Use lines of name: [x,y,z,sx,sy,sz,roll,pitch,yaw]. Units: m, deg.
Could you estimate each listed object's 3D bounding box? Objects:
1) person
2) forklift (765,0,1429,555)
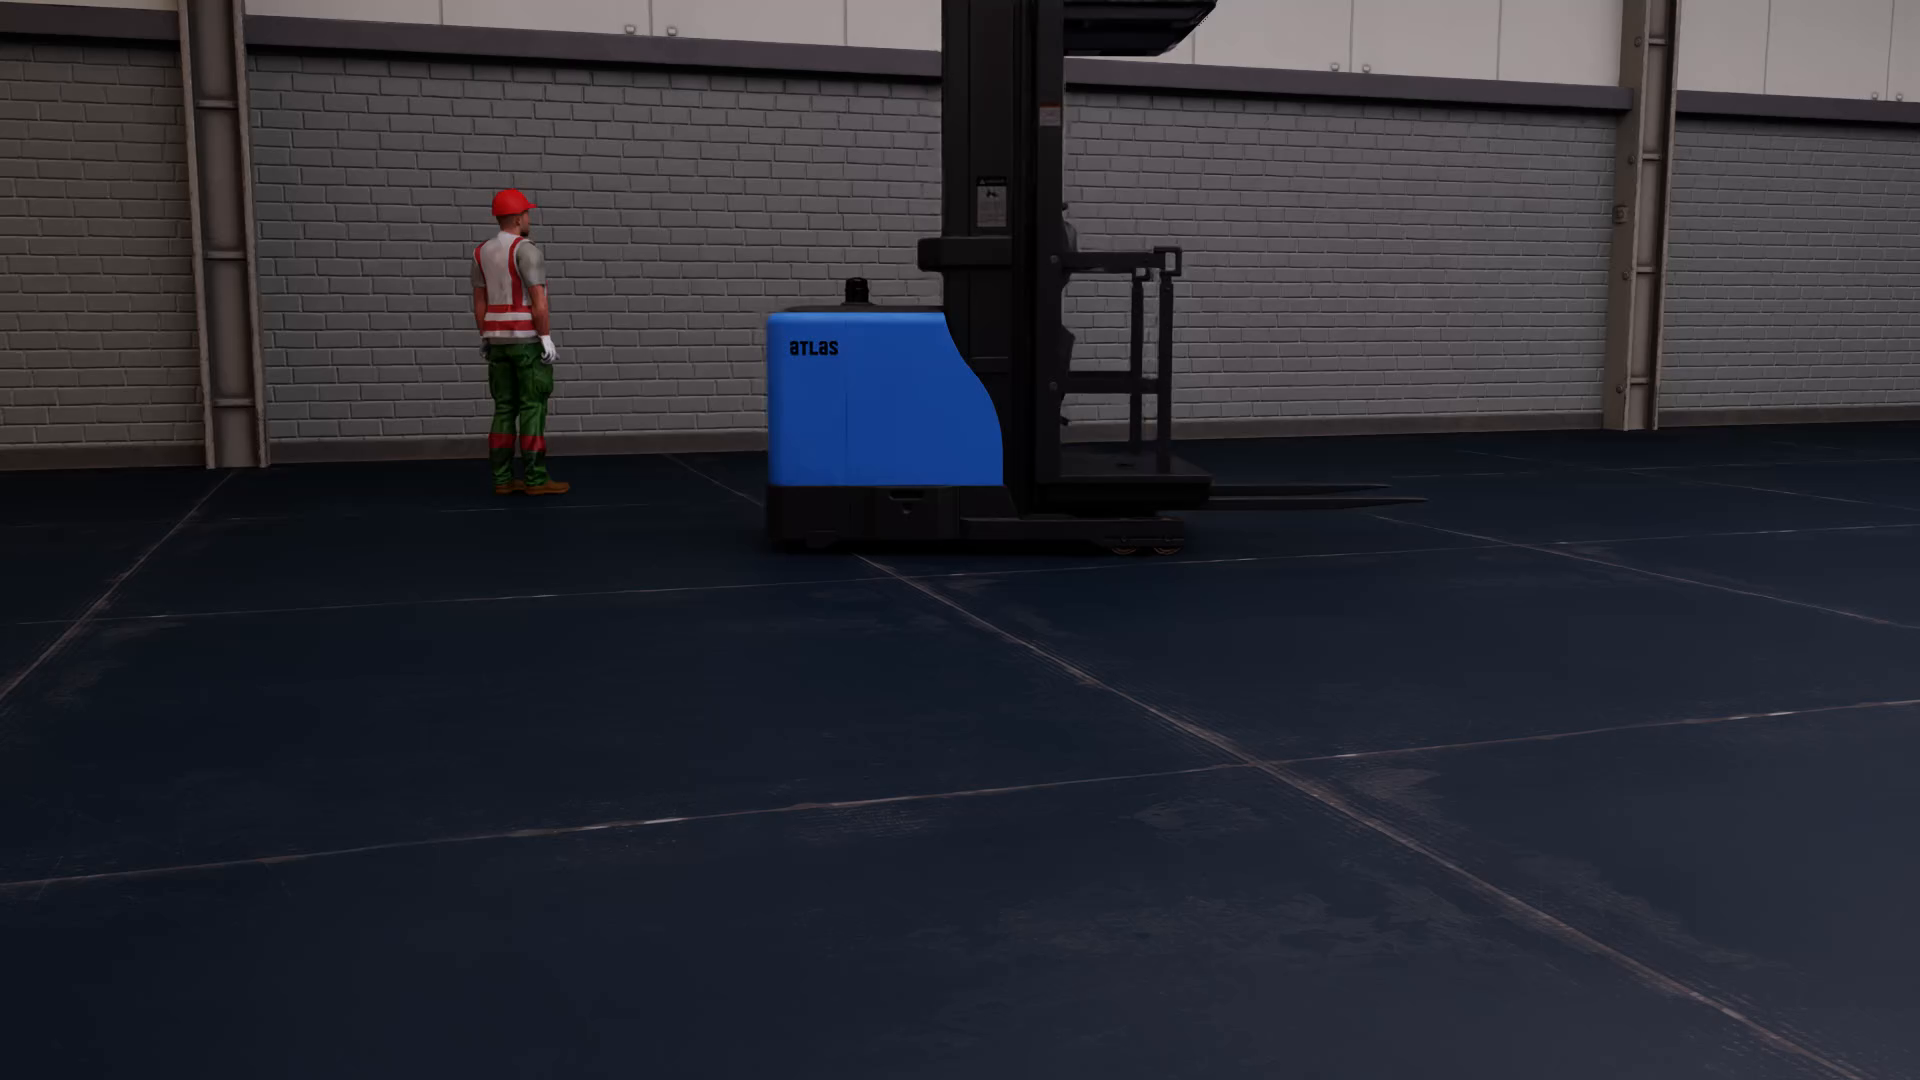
person: [-2.609,-1.167,9.864,0.566,1.795,0.357,4,9,28]
forklift: [0.632,-1.457,7.761,3.031,2.935,1.130,0,8,-1]
